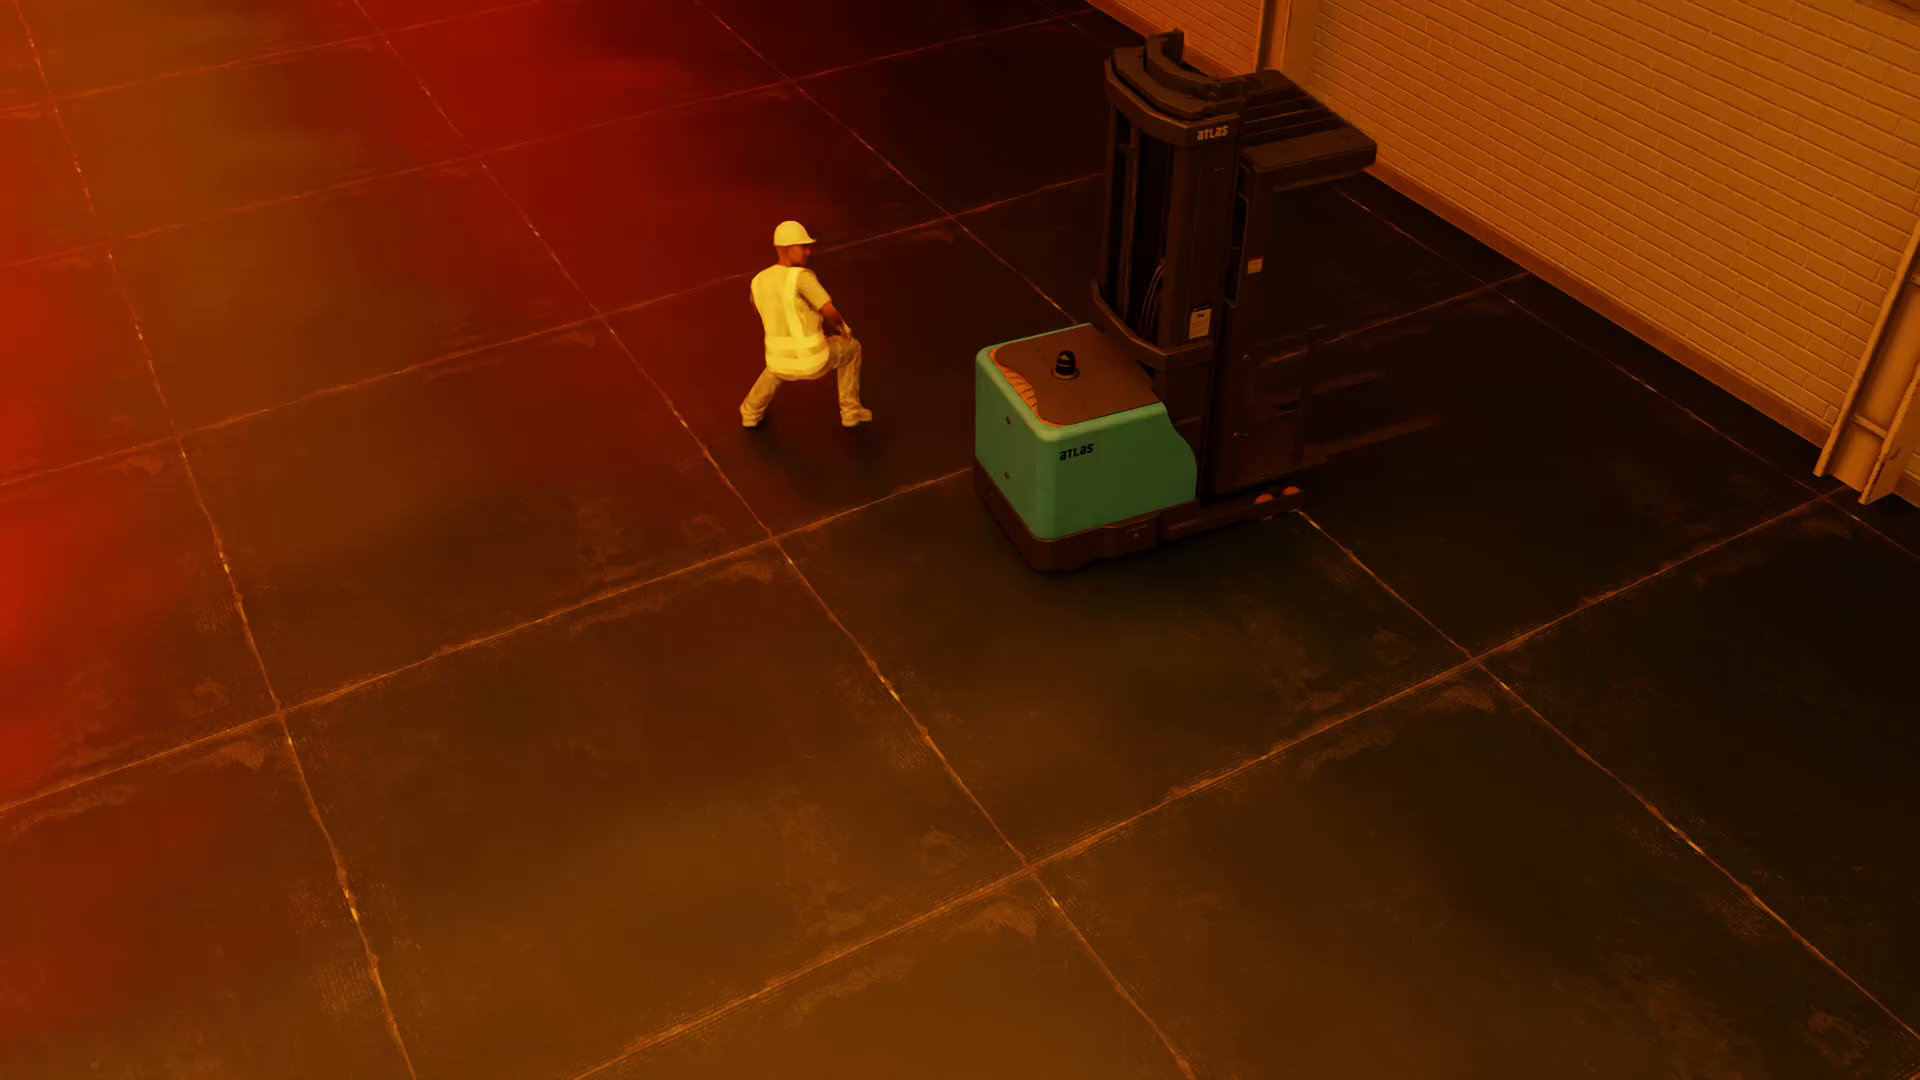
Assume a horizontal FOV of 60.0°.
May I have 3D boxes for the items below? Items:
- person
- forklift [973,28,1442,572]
[{"bbox_3d":[-1.043,-1.330,10.799,0.894,1.545,0.731,17,43,20],"label":"person"},{"bbox_3d":[1.646,-1.548,9.903,3.031,2.935,1.130,-15,42,-18],"label":"forklift"}]
